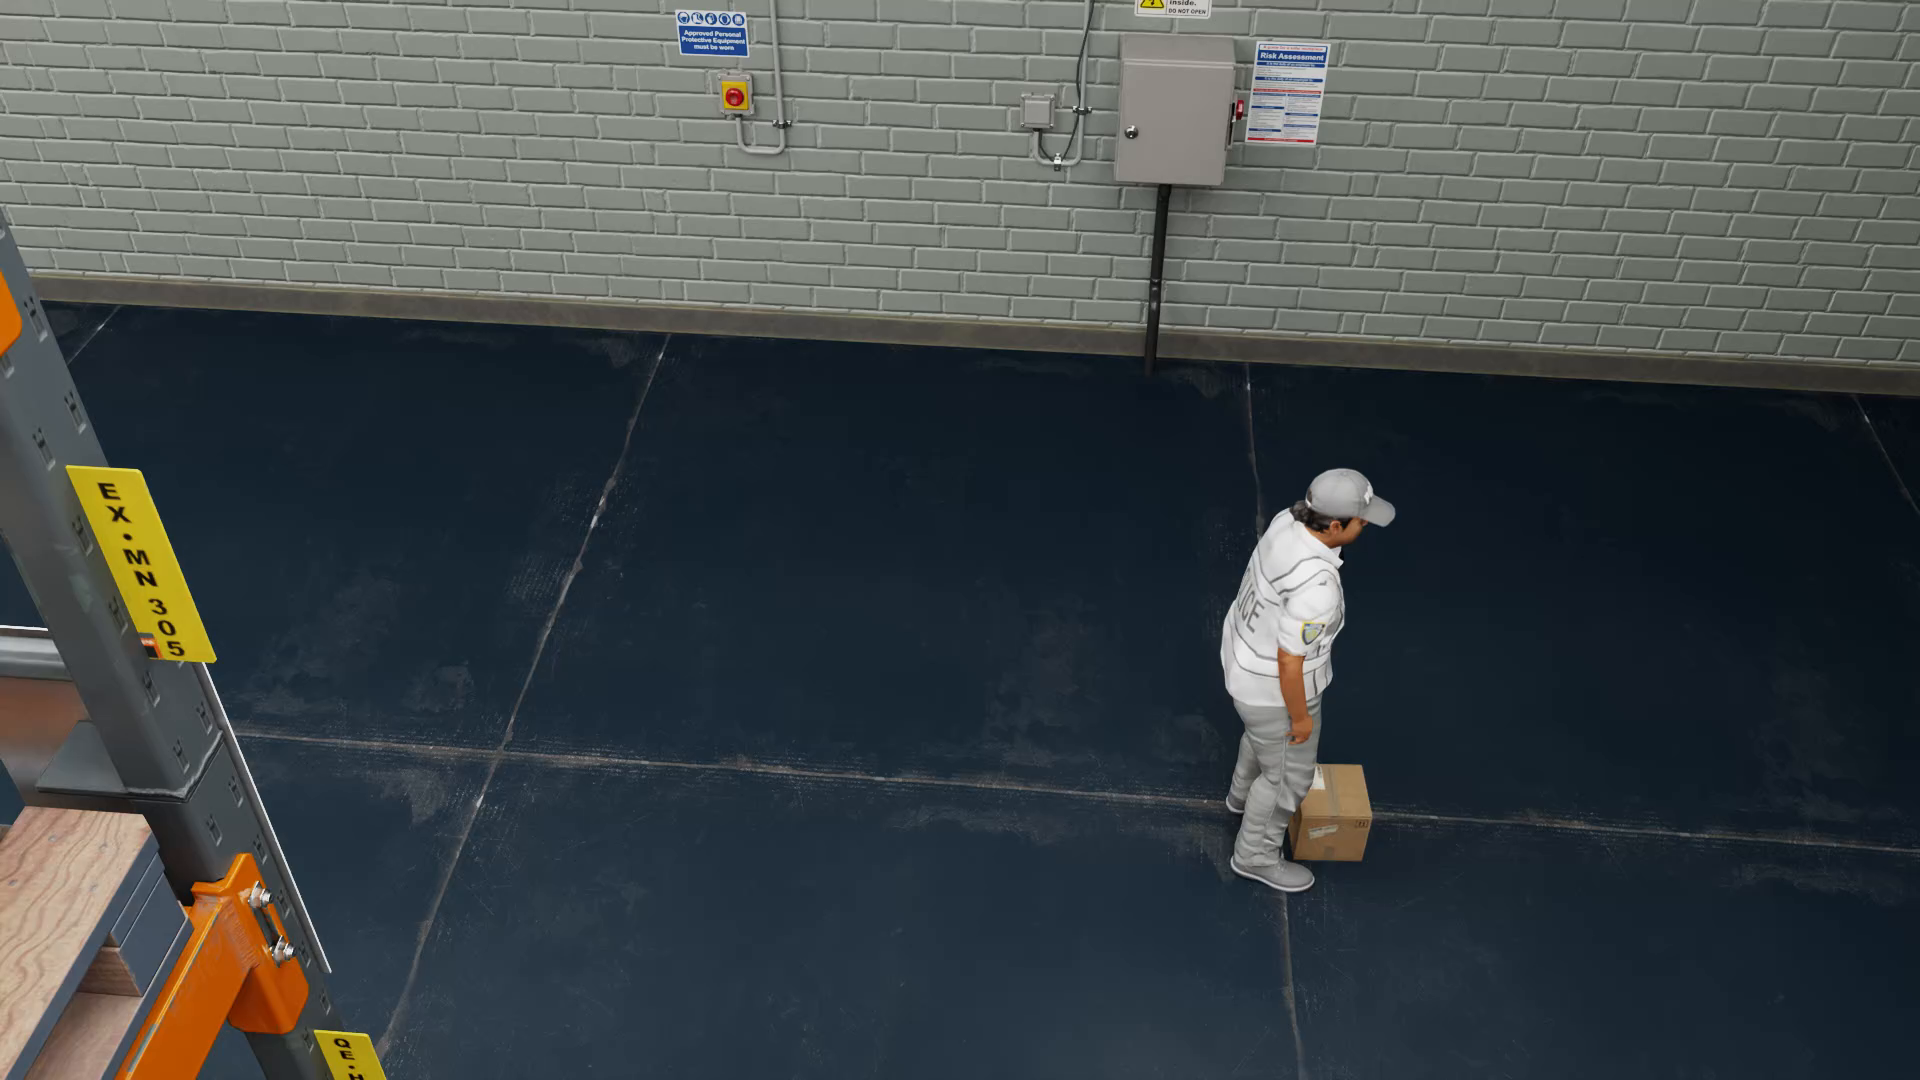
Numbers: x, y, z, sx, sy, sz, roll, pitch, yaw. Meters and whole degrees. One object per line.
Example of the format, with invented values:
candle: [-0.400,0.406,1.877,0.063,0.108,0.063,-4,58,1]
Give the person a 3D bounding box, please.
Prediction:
person: [1.121,0.453,5.619,0.470,1.664,0.548,2,40,2]
